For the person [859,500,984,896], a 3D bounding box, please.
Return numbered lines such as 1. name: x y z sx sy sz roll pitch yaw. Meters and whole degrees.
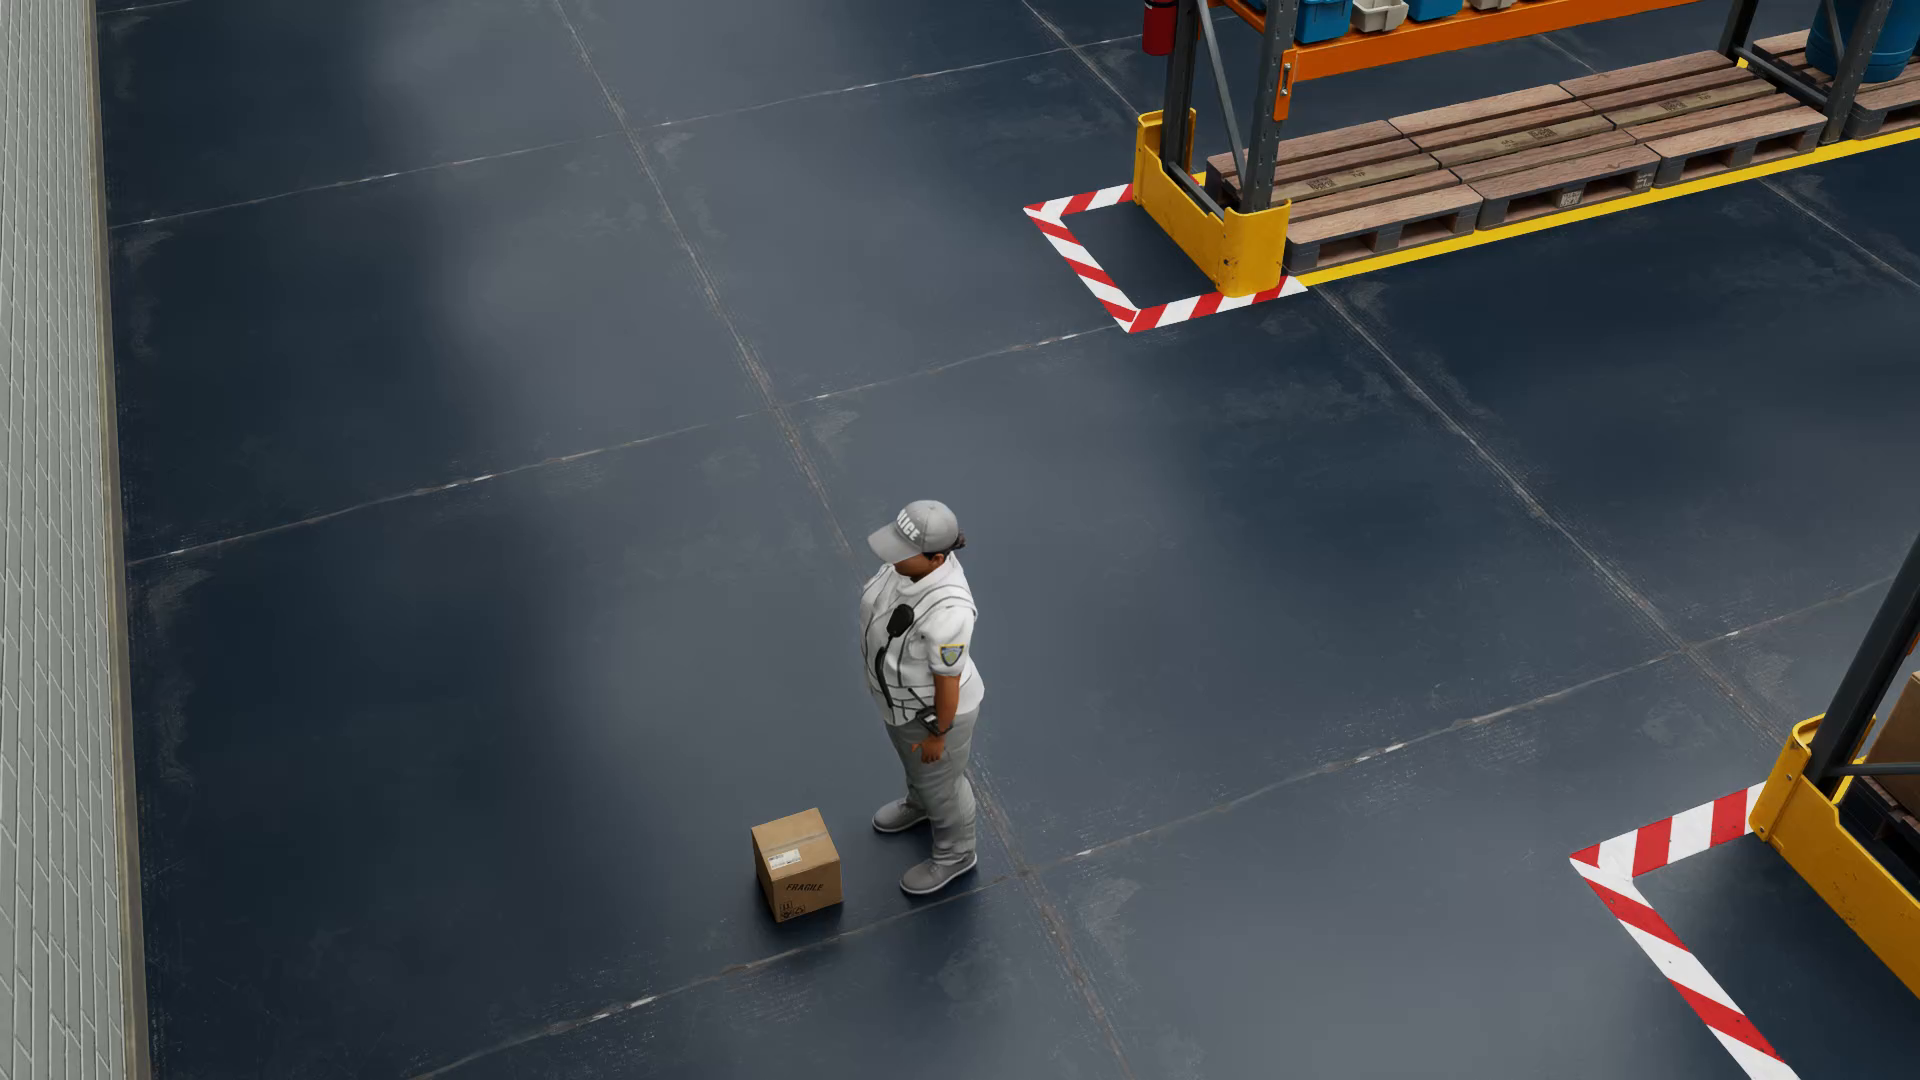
1. person: -0.134 0.521 5.580 0.392 1.668 0.462 -15 44 -16
